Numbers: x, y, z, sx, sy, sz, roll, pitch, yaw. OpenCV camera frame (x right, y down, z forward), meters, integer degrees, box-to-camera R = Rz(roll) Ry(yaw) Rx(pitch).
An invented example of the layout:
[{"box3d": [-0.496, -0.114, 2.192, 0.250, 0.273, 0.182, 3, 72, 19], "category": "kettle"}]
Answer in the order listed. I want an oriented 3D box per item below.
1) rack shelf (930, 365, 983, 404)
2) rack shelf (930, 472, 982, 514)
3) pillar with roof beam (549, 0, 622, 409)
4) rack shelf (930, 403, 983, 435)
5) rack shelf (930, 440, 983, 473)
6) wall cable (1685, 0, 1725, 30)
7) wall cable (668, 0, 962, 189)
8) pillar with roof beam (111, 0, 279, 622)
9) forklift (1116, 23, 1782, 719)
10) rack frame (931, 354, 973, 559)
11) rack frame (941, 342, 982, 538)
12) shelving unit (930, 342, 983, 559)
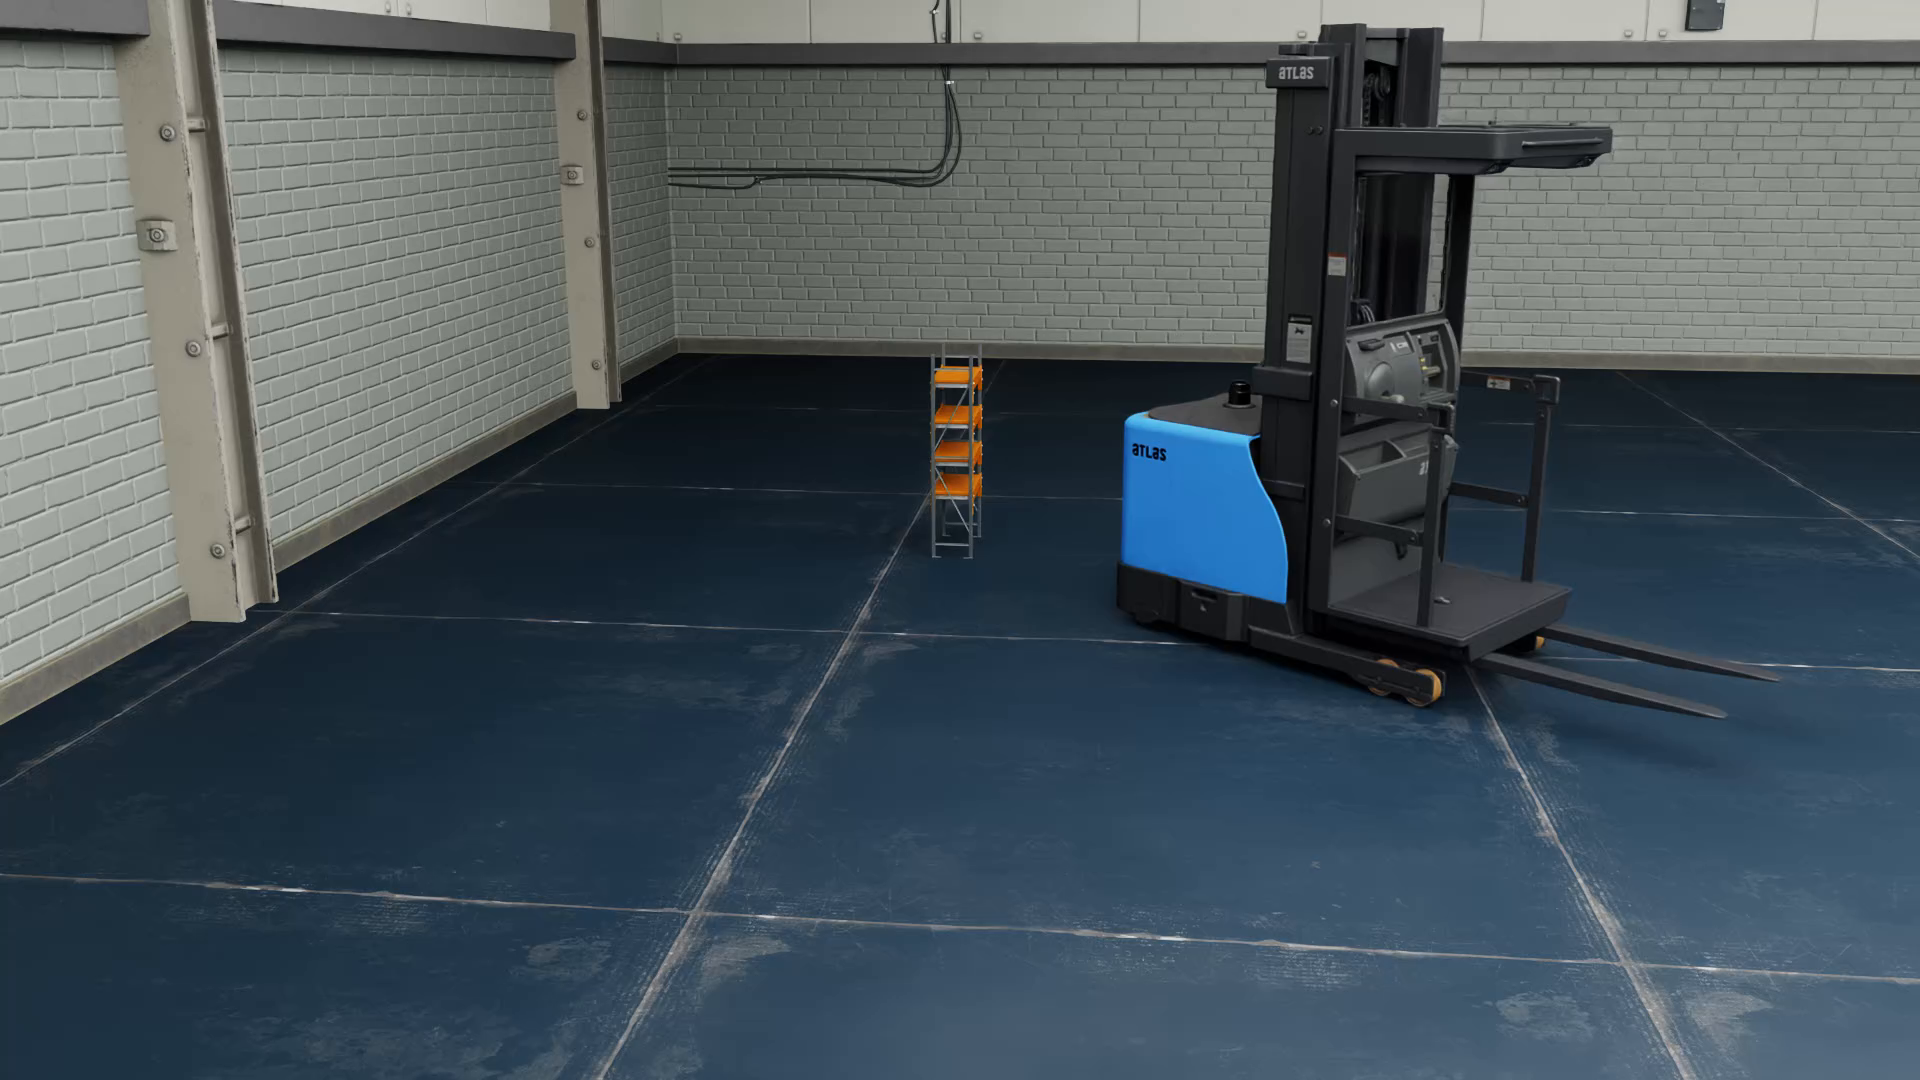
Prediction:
[{"box3d": [-0.019, -0.916, 9.744, 0.258, 0.148, 0.480, 2, 15, 6], "category": "rack shelf"}, {"box3d": [-0.019, -0.280, 9.916, 0.258, 0.148, 0.480, 2, 15, 6], "category": "rack shelf"}, {"box3d": [1.109, -5.404, 12.906, 9.100, 9.000, 0.400, 2, 15, 6], "category": "pillar with roof beam"}, {"box3d": [-0.019, -0.687, 9.806, 0.258, 0.148, 0.480, 2, 15, 6], "category": "rack shelf"}, {"box3d": [-0.019, -0.471, 9.864, 0.258, 0.148, 0.480, 2, 15, 6], "category": "rack shelf"}, {"box3d": [7.909, -7.614, 14.564, 2.305, 6.003, 0.169, 2, 15, 6], "category": "wall cable"}, {"box3d": [-1.522, -4.757, 16.462, 3.097, 2.526, 0.112, 2, 15, 6], "category": "wall cable"}, {"box3d": [0.432, -3.848, 7.151, 9.100, 9.000, 0.400, 2, 15, 6], "category": "pillar with roof beam"}, {"box3d": [2.214, -0.825, 7.598, 3.031, 2.935, 1.130, 14, 21, 43], "category": "forklift"}, {"box3d": [-0.046, -0.473, 9.613, 0.240, 1.200, 0.015, 2, 15, 6], "category": "rack frame"}, {"box3d": [0.009, -0.600, 10.081, 0.240, 1.200, 0.015, 2, 15, 6], "category": "rack frame"}, {"box3d": [-0.019, -0.536, 9.847, 0.258, 1.200, 0.503, 2, 15, 6], "category": "shelving unit"}]
